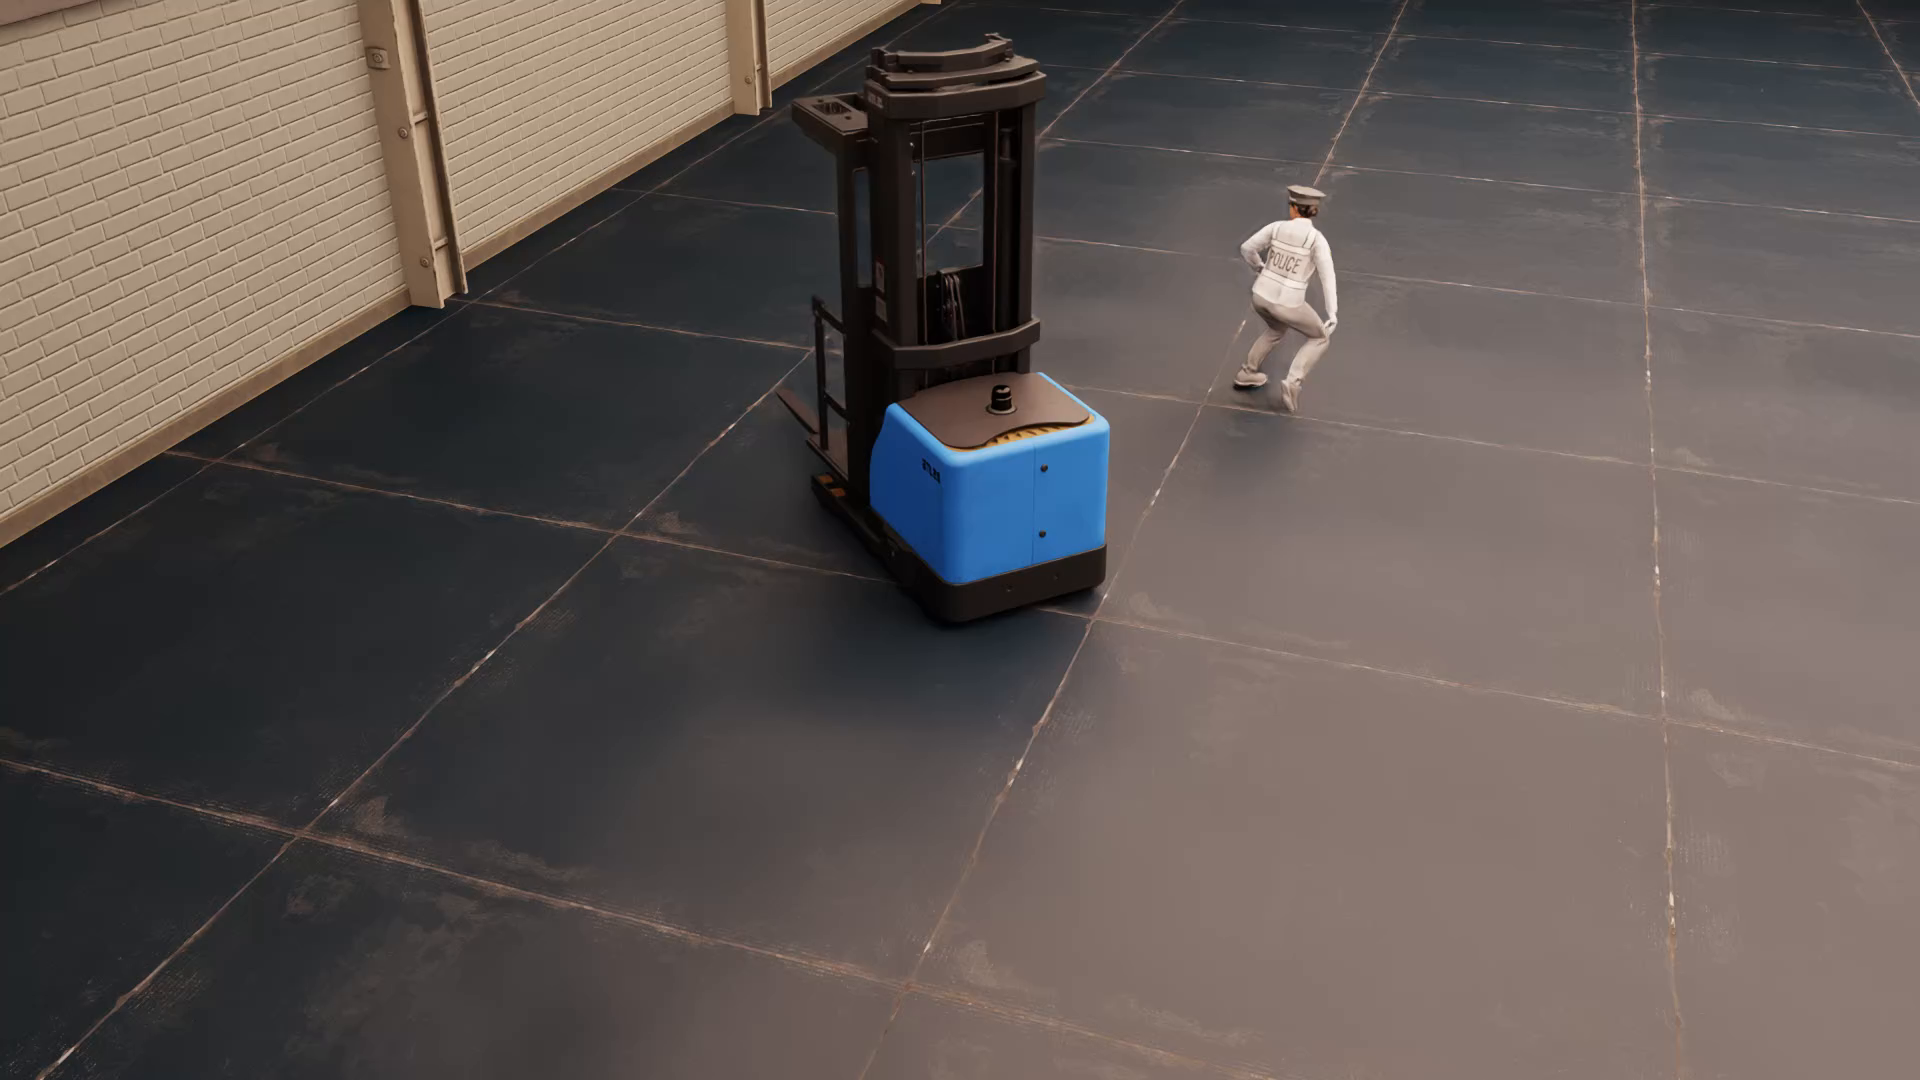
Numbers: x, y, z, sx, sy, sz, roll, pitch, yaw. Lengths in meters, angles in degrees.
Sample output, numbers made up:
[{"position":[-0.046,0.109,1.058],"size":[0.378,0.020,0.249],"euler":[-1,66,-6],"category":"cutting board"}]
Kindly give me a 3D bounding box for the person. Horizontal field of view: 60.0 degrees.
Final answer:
[{"position":[2.320,-1.668,11.571],"size":[0.494,1.533,0.914],"euler":[-24,38,-36],"category":"person"}]

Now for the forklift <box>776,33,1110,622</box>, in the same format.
[{"position":[-0.284,-1.525,9.812],"size":[1.130,2.935,3.031],"euler":[-14,33,-23],"category":"forklift"}]
